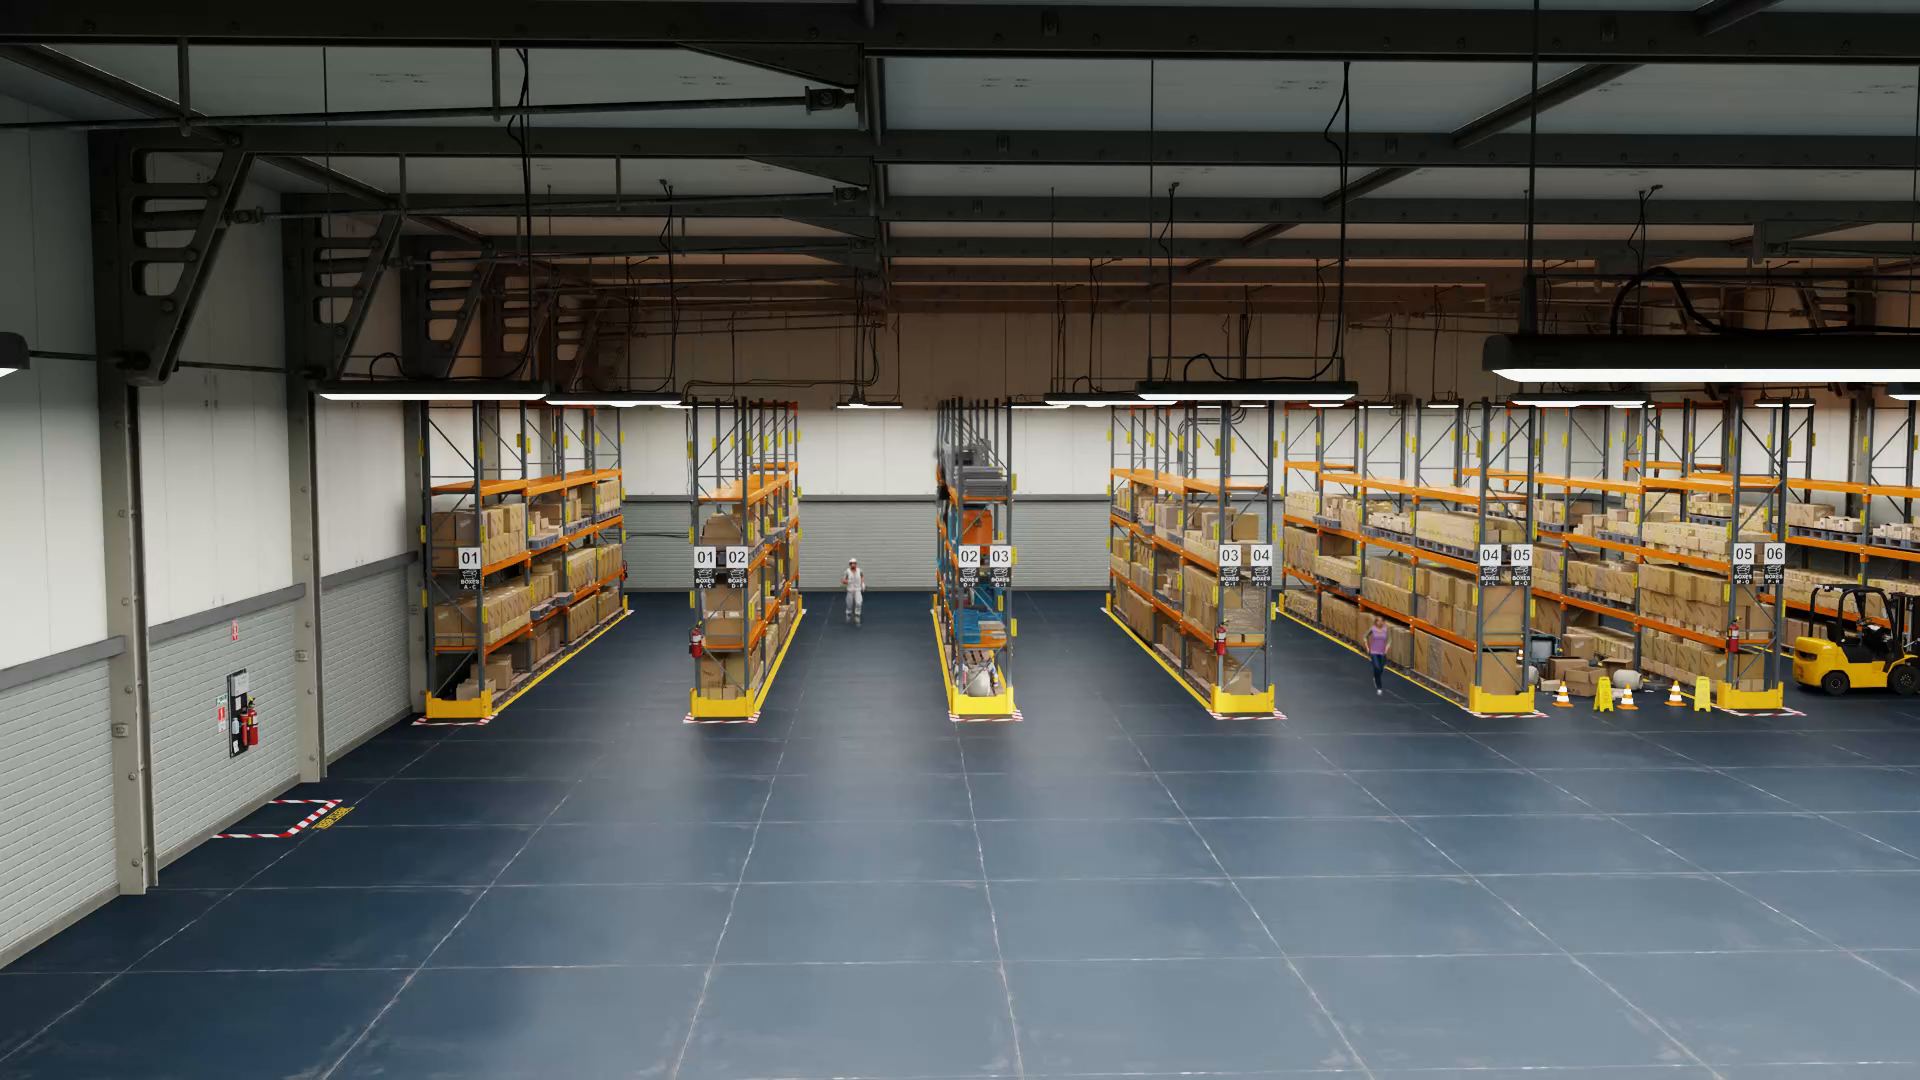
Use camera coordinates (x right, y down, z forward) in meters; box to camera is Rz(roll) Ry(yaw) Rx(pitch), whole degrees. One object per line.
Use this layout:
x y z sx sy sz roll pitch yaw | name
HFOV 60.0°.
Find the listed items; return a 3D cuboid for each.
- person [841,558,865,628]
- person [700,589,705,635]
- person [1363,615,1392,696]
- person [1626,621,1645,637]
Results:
-2.839 1.391 44.261 0.652 1.822 0.856 -1 4 -11 | person
-6.453 1.554 42.755 0.686 1.829 0.876 0 4 0 | person
8.506 2.328 33.890 0.553 1.609 0.814 0 4 1 | person
16.655 1.689 40.870 0.645 1.739 0.617 -1 4 -9 | person
